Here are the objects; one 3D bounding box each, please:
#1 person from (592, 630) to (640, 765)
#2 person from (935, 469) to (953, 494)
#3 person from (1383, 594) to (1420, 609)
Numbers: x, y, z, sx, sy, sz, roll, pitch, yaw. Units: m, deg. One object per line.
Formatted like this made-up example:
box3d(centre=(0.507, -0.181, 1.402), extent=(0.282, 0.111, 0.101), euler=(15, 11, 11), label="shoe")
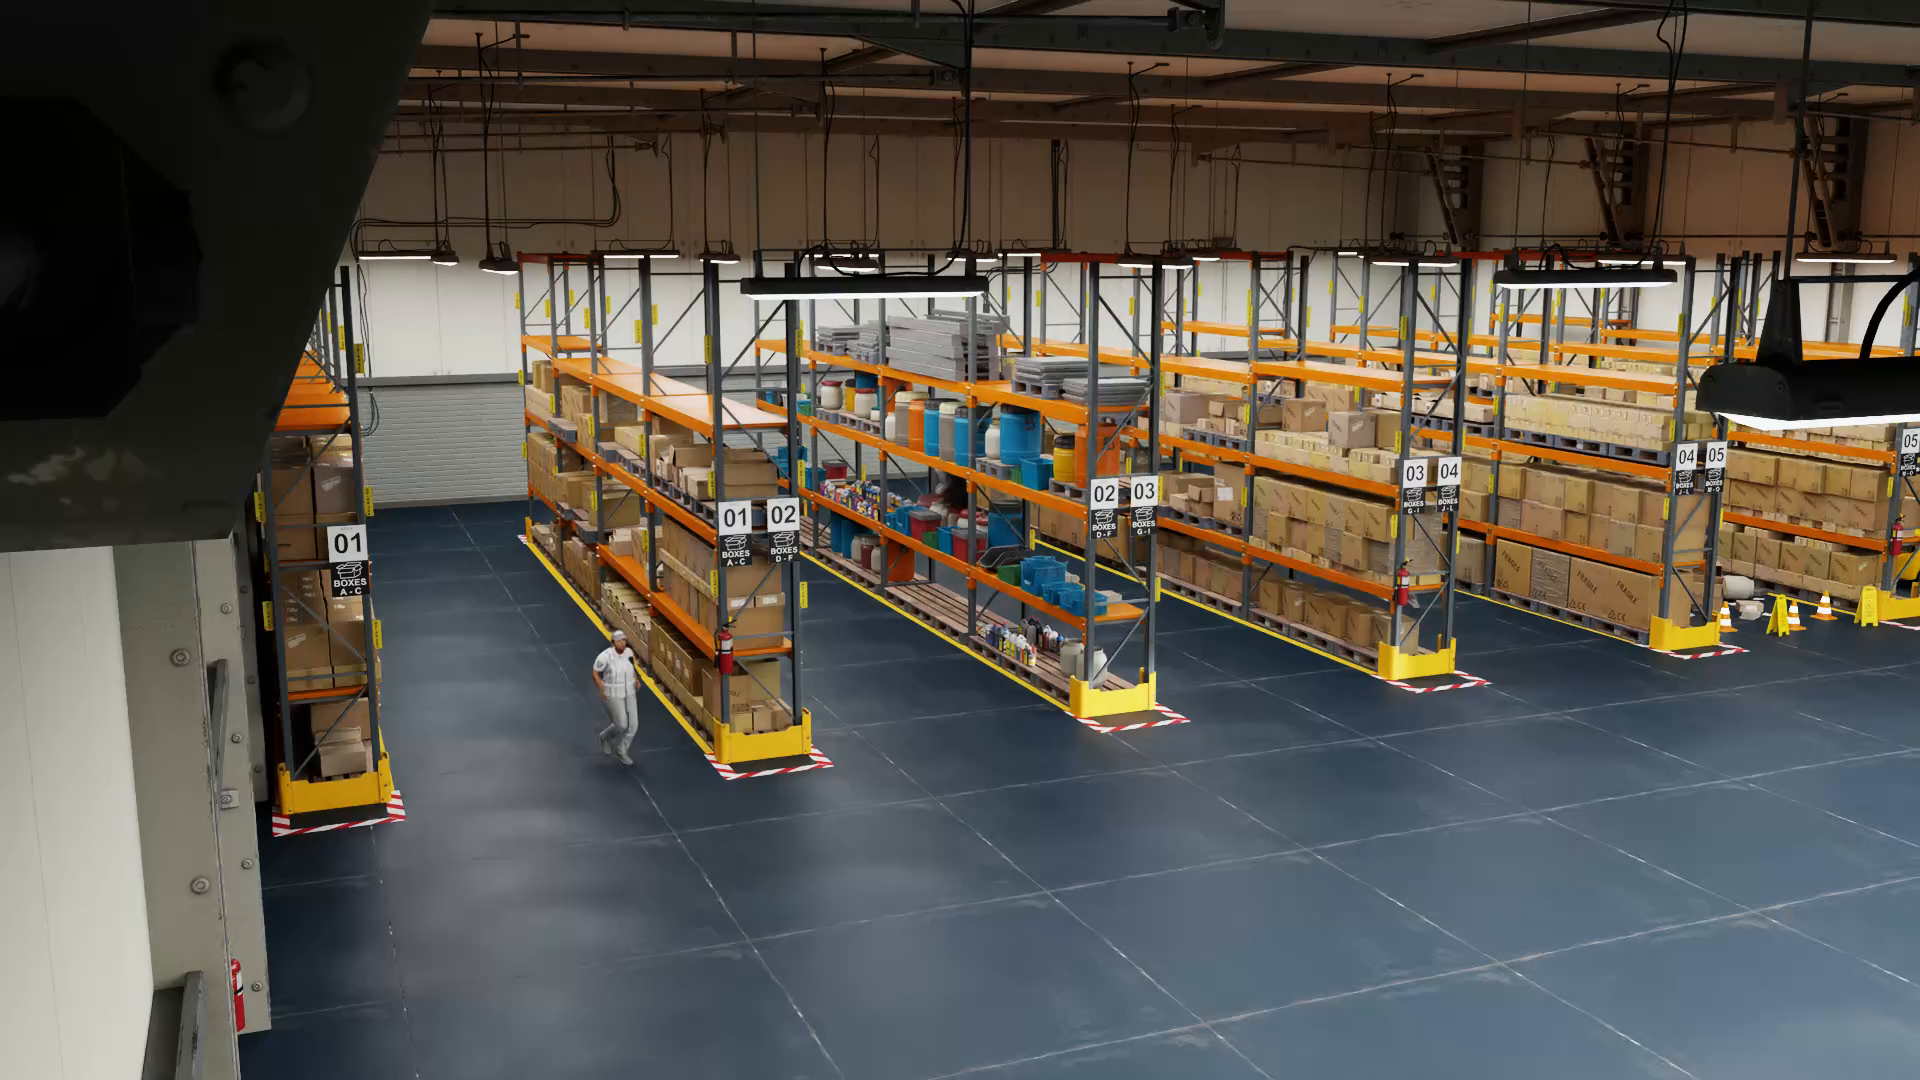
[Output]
box3d(centre=(-4.137, 1.900, 20.255), extent=(0.570, 1.641, 0.517), euler=(-10, 14, -43), label="person")
box3d(centre=(-0.345, -1.711, 39.753), extent=(0.557, 1.652, 0.574), euler=(-1, 10, -7), label="person")
box3d(centre=(7.609, 0.336, 28.670), extent=(0.565, 1.631, 0.778), euler=(-9, 13, -39), label="person")
